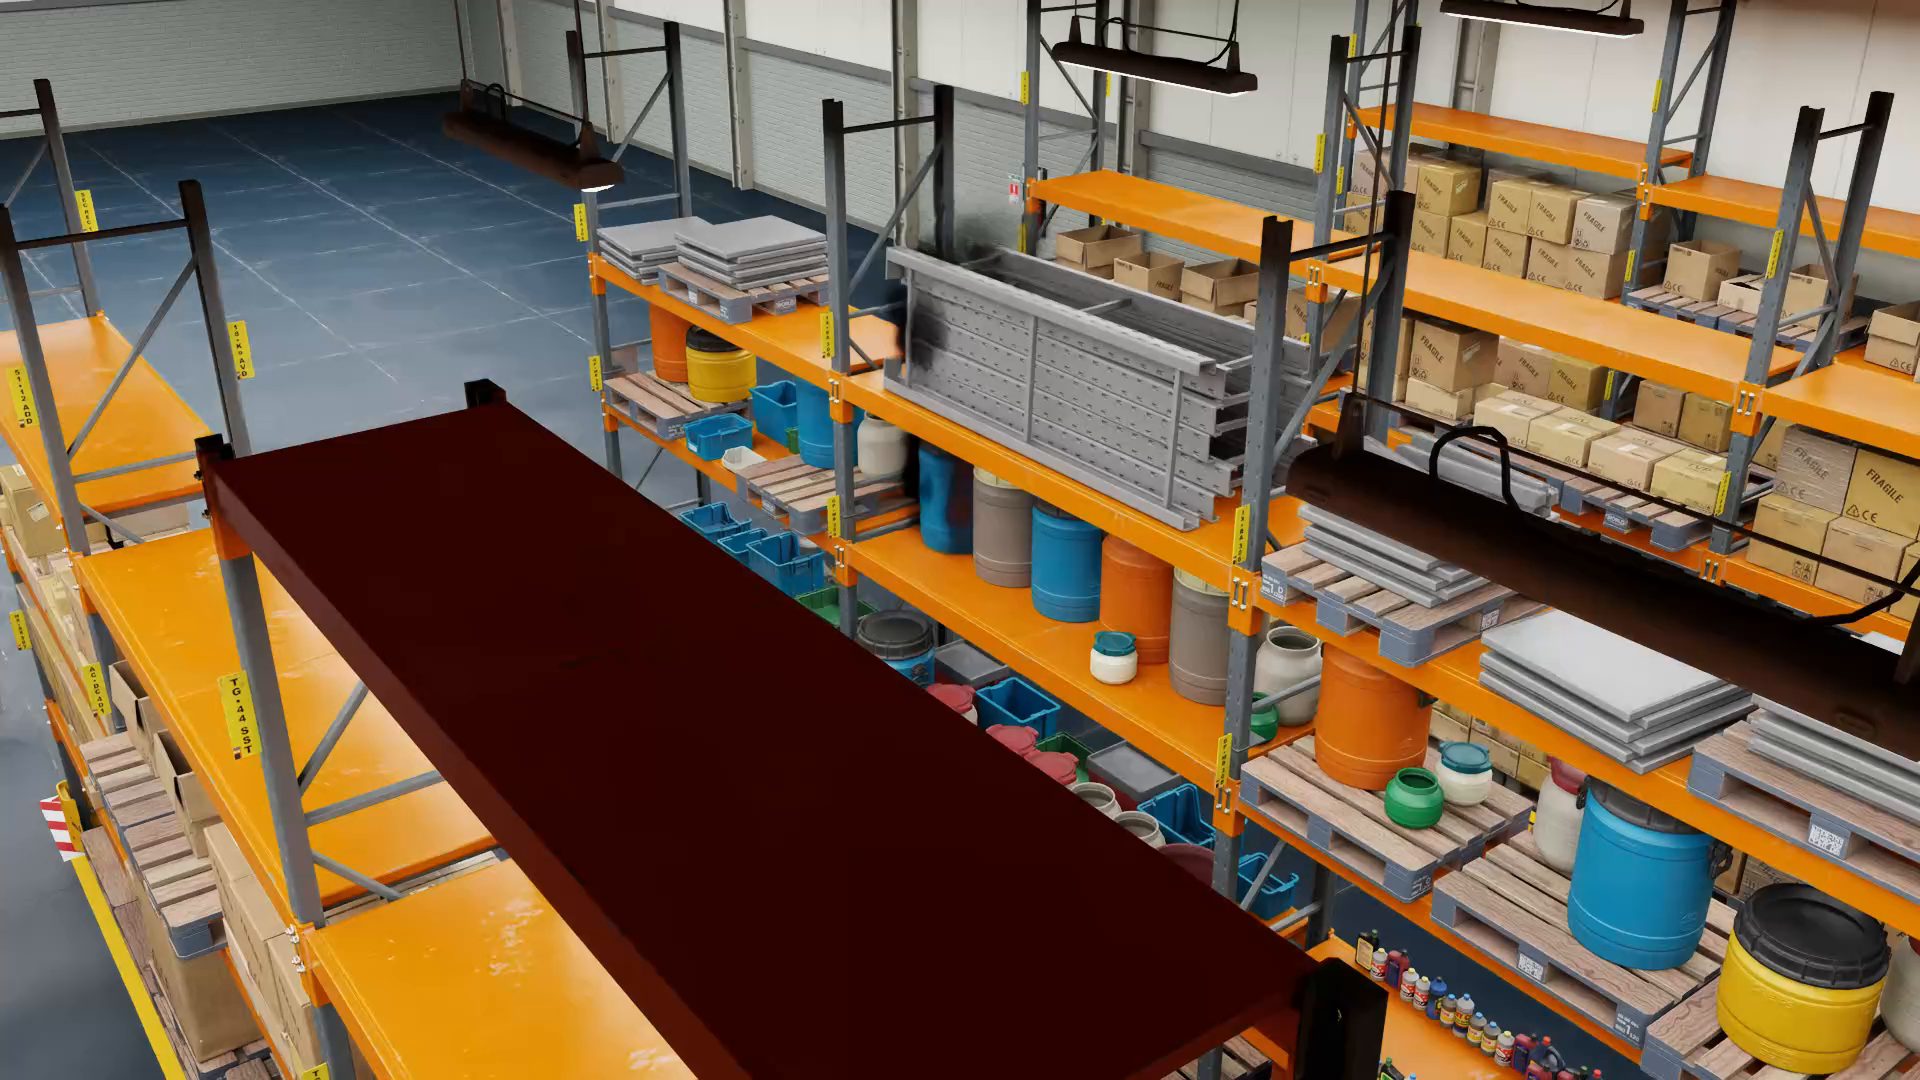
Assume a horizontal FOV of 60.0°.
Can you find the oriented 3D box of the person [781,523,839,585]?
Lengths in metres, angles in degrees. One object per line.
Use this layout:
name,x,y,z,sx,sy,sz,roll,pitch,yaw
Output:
person,-1.585,-0.035,17.067,0.537,1.700,0.716,16,29,31
